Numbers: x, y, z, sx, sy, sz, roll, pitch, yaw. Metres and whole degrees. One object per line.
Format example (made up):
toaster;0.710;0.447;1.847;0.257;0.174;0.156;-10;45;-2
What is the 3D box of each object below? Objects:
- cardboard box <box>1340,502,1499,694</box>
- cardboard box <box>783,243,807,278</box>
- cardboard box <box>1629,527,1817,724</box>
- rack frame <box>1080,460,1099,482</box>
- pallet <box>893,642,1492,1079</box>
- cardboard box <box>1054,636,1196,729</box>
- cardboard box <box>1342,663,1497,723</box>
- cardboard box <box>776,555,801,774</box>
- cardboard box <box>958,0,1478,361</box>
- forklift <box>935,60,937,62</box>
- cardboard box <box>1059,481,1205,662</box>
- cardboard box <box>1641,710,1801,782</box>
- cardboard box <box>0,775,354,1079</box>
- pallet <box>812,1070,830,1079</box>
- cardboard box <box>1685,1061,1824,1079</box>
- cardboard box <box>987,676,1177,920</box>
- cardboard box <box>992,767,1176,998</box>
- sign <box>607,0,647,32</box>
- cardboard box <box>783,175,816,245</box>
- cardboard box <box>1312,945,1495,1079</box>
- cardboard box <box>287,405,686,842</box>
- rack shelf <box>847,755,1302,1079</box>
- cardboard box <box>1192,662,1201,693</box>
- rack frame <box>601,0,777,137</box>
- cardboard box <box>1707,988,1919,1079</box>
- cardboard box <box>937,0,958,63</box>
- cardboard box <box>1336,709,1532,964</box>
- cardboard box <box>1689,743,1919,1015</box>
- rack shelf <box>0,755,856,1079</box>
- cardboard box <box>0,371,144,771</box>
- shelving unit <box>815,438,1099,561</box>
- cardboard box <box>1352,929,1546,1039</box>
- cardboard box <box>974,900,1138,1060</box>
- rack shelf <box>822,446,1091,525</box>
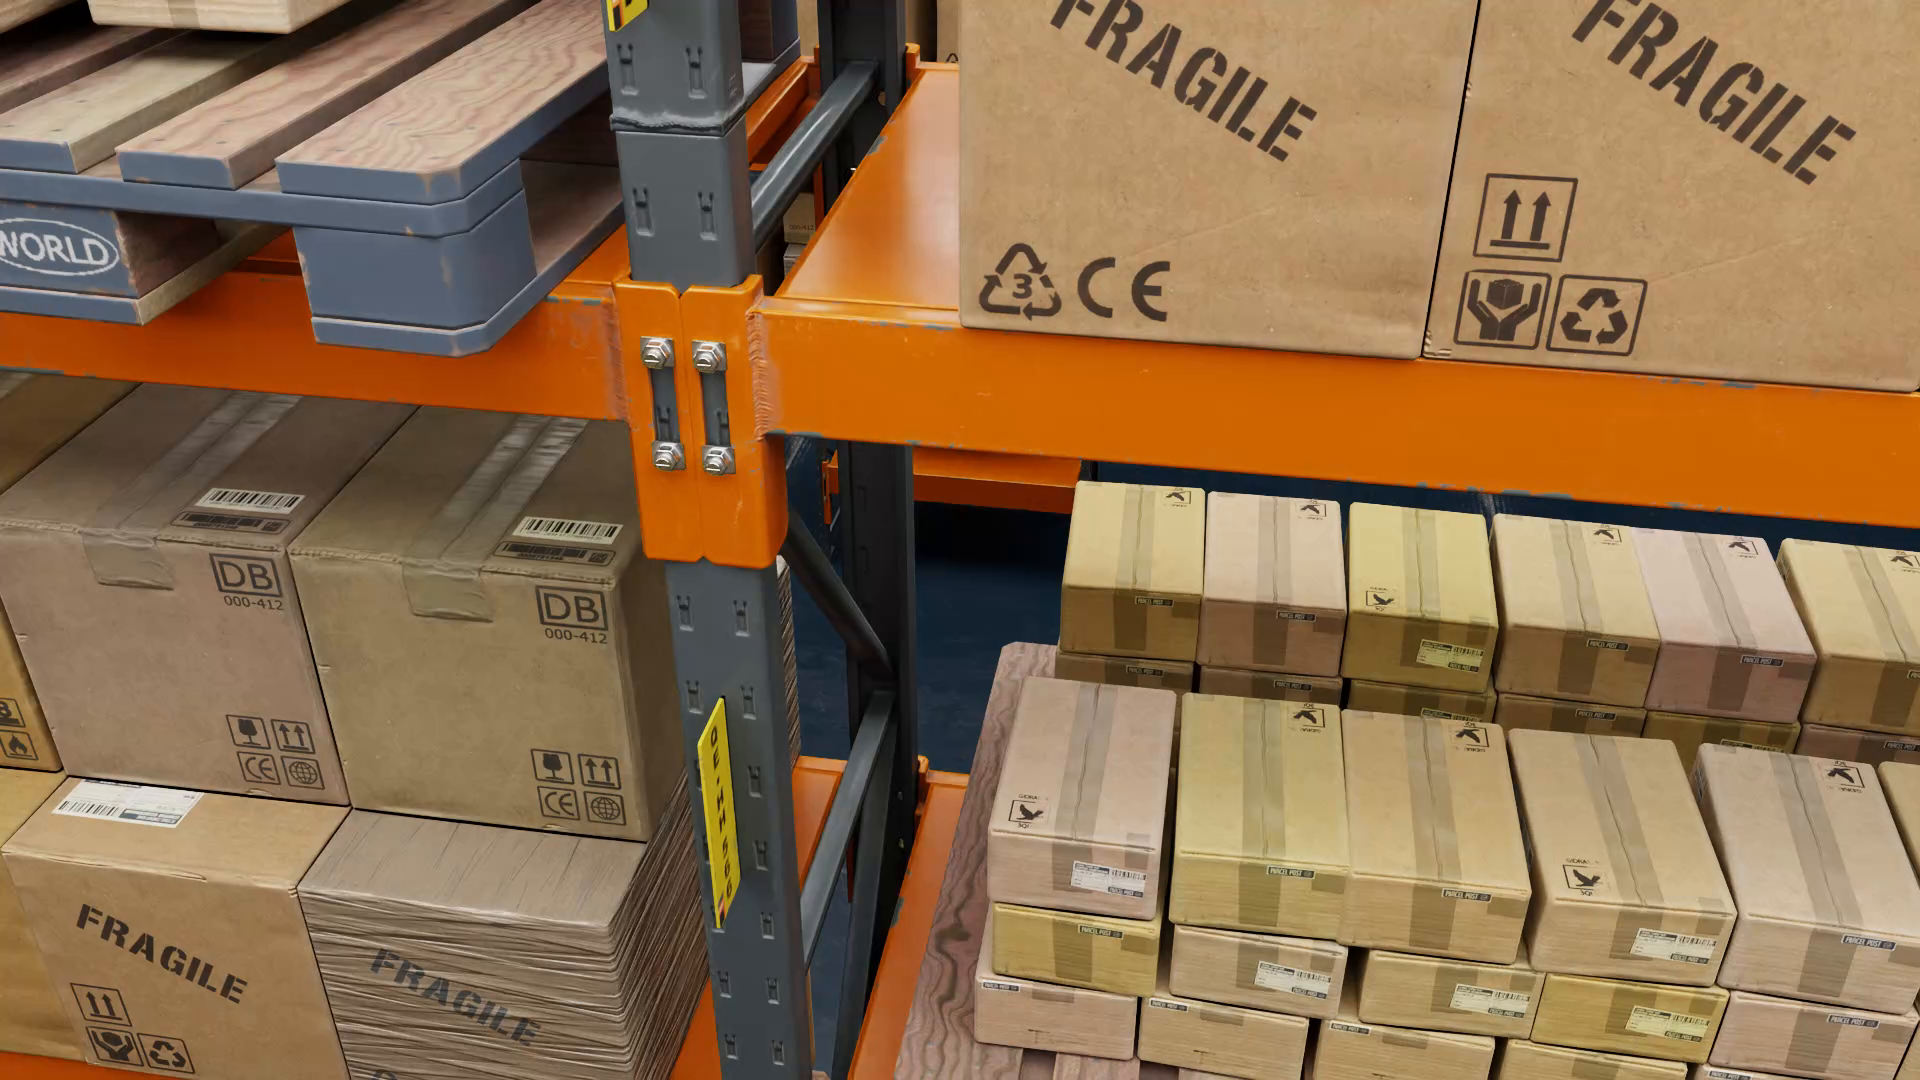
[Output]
cardboard box;0.833;0.099;3.046;0.250;0.149;0.380;6;33;10
cardboard box;-0.511;-1.233;7.834;0.500;0.500;0.700;3;32;4
cardboard box;1.334;0.145;2.971;0.250;0.149;0.380;5;32;8
rack frame;0.508;-0.431;6.378;0.032;1.125;0.500;5;32;8
pallet;0.488;0.661;3.048;1.003;0.211;1.213;5;32;8
cardboard box;0.331;0.180;3.196;0.250;0.149;0.380;6;33;9
cardboard box;0.854;0.225;3.124;0.250;0.149;0.380;6;33;9
cardboard box;-0.630;0.348;3.273;0.500;0.500;0.500;6;32;9
cardboard box;0.286;-0.552;1.884;0.500;0.500;0.500;5;32;8
forklift;0.559;-2.900;8.621;3.031;2.935;1.130;-1;32;-2
cardboard box;0.328;0.052;3.121;0.250;0.149;0.380;4;32;6
cardboard box;1.346;0.271;3.051;0.250;0.149;0.380;5;32;8
cardboard box;-1.213;0.584;2.896;0.500;0.500;0.500;5;32;8
pallet;-0.997;1.644;3.925;1.213;0.211;1.003;5;32;8
cardboard box;1.234;0.739;2.583;0.250;0.149;0.380;6;33;10
cardboard box;0.195;0.391;2.579;0.250;0.149;0.380;5;32;8
cardboard box;0.210;0.522;2.650;0.250;0.149;0.380;7;33;10
sign;-0.334;-0.663;1.593;0.005;0.325;0.100;5;32;8
cardboard box;-0.488;-1.545;7.625;0.500;0.250;0.500;9;33;14
cardboard box;0.705;0.693;2.656;0.250;0.149;0.380;7;33;11
cardboard box;-0.673;0.060;2.791;0.500;0.500;0.700;5;32;8
rack shelf;1.739;1.055;2.916;4.000;0.370;1.077;5;32;8
cardboard box;0.576;0.327;3.242;0.250;0.149;0.380;5;32;8
rack frame;-0.232;-1.972;1.418;0.127;3.000;1.000;5;32;8
cardboard box;1.236;0.612;2.505;0.250;0.149;0.380;5;32;8
cardboard box;0.163;-2.261;7.046;0.500;0.500;0.500;1;32;2
cardboard box;0.697;0.437;2.505;0.250;0.149;0.380;5;32;8
cardboard box;1.225;0.484;2.430;0.250;0.149;0.380;7;33;10
rack shelf;-2.204;0.698;3.486;4.000;0.370;1.077;5;32;8
cardboard box;-1.678;-0.029;2.933;0.500;0.500;0.700;5;32;7
shelving unit;0.007;-0.476;6.451;1.048;1.125;0.538;5;32;8
cardboard box;0.742;0.567;2.577;0.250;0.149;0.380;4;32;7
cardboard box;0.175;0.645;2.733;0.250;0.149;0.380;5;32;8
rack shelf;0.007;-0.269;6.580;1.000;0.278;0.538;5;32;8
